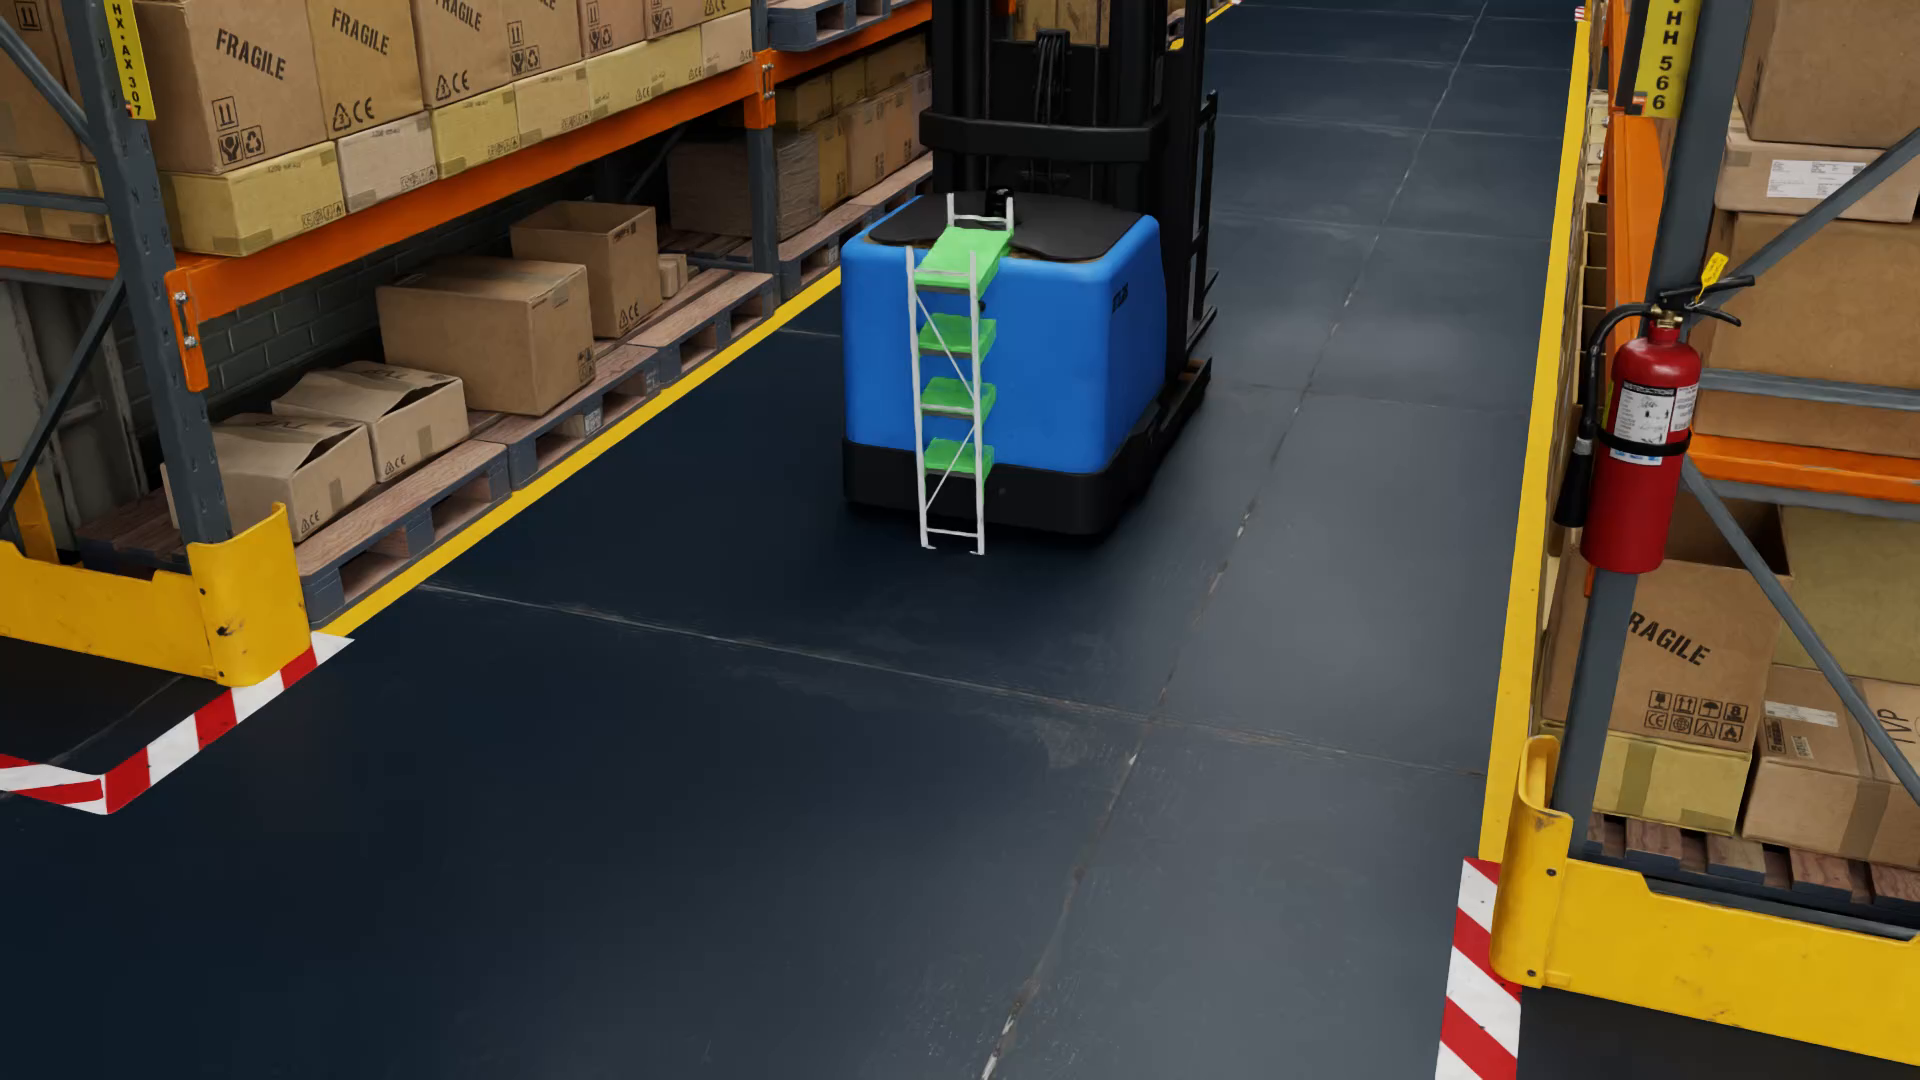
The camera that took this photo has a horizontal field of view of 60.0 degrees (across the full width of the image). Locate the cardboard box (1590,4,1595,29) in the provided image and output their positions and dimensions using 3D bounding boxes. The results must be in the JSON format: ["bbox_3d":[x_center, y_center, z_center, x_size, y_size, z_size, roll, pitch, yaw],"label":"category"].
[{"bbox_3d":[6.067,-4.784,15.269,0.500,0.311,0.500,9,27,17],"label":"cardboard box"}]

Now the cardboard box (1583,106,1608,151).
[{"bbox_3d":[3.946,-2.383,9.759,0.500,0.311,0.500,8,27,16],"label":"cardboard box"}]

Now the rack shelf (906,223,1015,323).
[{"bbox_3d":[0.009,-0.939,5.816,0.258,0.148,0.480,7,34,14],"label":"rack shelf"}]

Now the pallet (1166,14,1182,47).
[{"bbox_3d":[1.549,-4.975,16.284,1.003,0.211,1.213,9,27,17],"label":"pallet"}]

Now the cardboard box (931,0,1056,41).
[{"bbox_3d":[0.260,-3.790,12.621,0.750,0.750,0.750,8,27,17],"label":"cardboard box"}]

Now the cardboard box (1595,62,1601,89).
[{"bbox_3d":[4.654,-3.060,11.491,0.500,0.500,0.500,10,28,19],"label":"cardboard box"}]

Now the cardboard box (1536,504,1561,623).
[{"bbox_3d":[2.122,0.091,5.293,0.500,0.250,0.500,9,27,17],"label":"cardboard box"}]

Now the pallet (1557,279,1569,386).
[{"bbox_3d":[3.441,-0.978,8.028,1.003,0.211,1.213,9,27,17],"label":"pallet"}]

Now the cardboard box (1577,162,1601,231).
[{"bbox_3d":[3.433,-1.756,8.465,0.500,0.311,0.500,9,27,17],"label":"cardboard box"}]

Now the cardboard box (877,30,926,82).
[{"bbox_3d":[-0.548,-3.167,10.853,0.500,0.250,0.500,9,27,18],"label":"cardboard box"}]

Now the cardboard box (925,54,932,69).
[{"bbox_3d":[-0.299,-3.055,11.481,0.700,0.500,0.500,9,27,18],"label":"cardboard box"}]

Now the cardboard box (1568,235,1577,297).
[{"bbox_3d":[3.268,-1.296,8.159,0.500,0.250,0.500,8,27,17],"label":"cardboard box"}]

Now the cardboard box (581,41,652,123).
[{"bbox_3d":[-1.638,-1.932,6.948,0.500,0.250,0.500,9,27,17],"label":"cardboard box"}]

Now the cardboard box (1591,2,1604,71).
[{"bbox_3d":[5.504,-4.122,13.685,0.500,0.500,0.500,8,27,15],"label":"cardboard box"}]

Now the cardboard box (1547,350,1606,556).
[{"bbox_3d":[2.119,-0.247,5.130,0.500,0.500,0.500,9,27,17],"label":"cardboard box"}]

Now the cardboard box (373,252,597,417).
[{"bbox_3d":[-1.975,-0.871,6.970,0.700,0.500,0.500,7,27,14],"label":"cardboard box"}]

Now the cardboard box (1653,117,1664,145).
[{"bbox_3d":[3.091,-1.787,6.383,0.700,0.500,0.500,8,27,16],"label":"cardboard box"}]

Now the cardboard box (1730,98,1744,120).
[{"bbox_3d":[1.935,-0.910,3.829,0.380,0.149,0.250,9,27,19],"label":"cardboard box"}]

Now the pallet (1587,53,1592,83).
[{"bbox_3d":[6.125,-4.239,14.764,1.003,0.211,1.213,9,27,17],"label":"pallet"}]

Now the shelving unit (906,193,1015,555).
[{"bbox_3d":[0.022,-0.590,6.041,0.258,1.200,0.503,7,34,14],"label":"shelving unit"}]

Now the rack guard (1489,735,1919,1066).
[{"bbox_3d":[1.894,0.854,3.913,1.175,0.500,0.348,9,27,17],"label":"rack guard"}]

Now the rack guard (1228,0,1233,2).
[{"bbox_3d":[2.562,-6.458,19.014,1.175,0.500,0.348,9,27,17],"label":"rack guard"}]

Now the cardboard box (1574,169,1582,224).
[{"bbox_3d":[3.779,-1.926,9.460,0.500,0.250,0.500,8,27,16],"label":"cardboard box"}]

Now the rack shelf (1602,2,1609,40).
[{"bbox_3d":[5.230,-4.067,12.033,1.077,0.370,4.000,9,27,17],"label":"rack shelf"}]

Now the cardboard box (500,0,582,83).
[{"bbox_3d":[-1.816,-2.056,6.344,0.500,0.500,0.500,10,27,19],"label":"cardboard box"}]

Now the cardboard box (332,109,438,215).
[{"bbox_3d":[-2.150,-1.309,5.661,0.500,0.250,0.500,8,27,16],"label":"cardboard box"}]

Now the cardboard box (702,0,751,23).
[{"bbox_3d":[-1.305,-2.682,7.635,0.500,0.500,0.500,9,27,17],"label":"cardboard box"}]

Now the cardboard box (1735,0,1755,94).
[{"bbox_3d":[2.257,-1.339,3.969,0.700,0.500,0.500,8,27,16],"label":"cardboard box"}]

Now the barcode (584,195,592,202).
[{"bbox_3d":[-1.846,-1.672,8.257,0.001,0.075,0.075,9,27,17],"label":"barcode"}]

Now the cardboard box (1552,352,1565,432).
[{"bbox_3d":[2.622,-0.525,6.565,0.500,0.250,0.500,9,27,17],"label":"cardboard box"}]

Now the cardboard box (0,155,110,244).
[{"bbox_3d":[-2.798,-1.160,5.352,0.500,0.250,0.500,9,27,18],"label":"cardboard box"}]

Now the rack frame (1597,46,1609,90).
[{"bbox_3d":[4.564,-3.569,10.178,1.000,3.000,0.127,9,27,17],"label":"rack frame"}]

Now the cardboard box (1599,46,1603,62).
[{"bbox_3d":[4.669,-3.421,11.377,0.500,0.250,0.500,10,28,19],"label":"cardboard box"}]

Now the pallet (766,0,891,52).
[{"bbox_3d":[-1.048,-2.848,8.911,1.003,0.211,1.213,9,27,17],"label":"pallet"}]

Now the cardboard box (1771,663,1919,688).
[{"bbox_3d":[2.453,0.373,4.710,0.500,0.250,0.500,9,27,17],"label":"cardboard box"}]

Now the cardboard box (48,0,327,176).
[{"bbox_3d":[-2.328,-1.429,5.049,0.500,0.500,0.500,9,27,18],"label":"cardboard box"}]

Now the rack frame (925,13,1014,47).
[{"bbox_3d":[-0.109,-4.285,11.659,1.000,3.000,0.127,9,27,17],"label":"rack frame"}]

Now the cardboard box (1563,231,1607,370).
[{"bbox_3d":[2.624,-0.862,6.401,0.500,0.500,0.500,9,27,17],"label":"cardboard box"}]

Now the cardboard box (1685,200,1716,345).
[{"bbox_3d":[2.240,-0.733,4.206,0.700,0.500,0.500,9,27,19],"label":"cardboard box"}]

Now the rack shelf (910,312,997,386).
[{"bbox_3d":[0.017,-0.738,5.946,0.258,0.148,0.480,7,34,14],"label":"rack shelf"}]

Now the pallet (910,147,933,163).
[{"bbox_3d":[-0.370,-2.709,11.604,1.003,0.211,1.213,9,27,17],"label":"pallet"}]

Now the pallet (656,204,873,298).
[{"bbox_3d":[-1.182,-1.707,9.533,1.003,0.211,1.213,9,27,17],"label":"pallet"}]

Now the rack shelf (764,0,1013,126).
[{"bbox_3d":[-0.774,-3.140,10.118,1.077,0.370,4.000,9,27,17],"label":"rack shelf"}]

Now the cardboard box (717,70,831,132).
[{"bbox_3d":[-1.067,-2.538,9.554,0.500,0.250,0.500,8,27,16],"label":"cardboard box"}]

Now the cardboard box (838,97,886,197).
[{"bbox_3d":[-0.878,-2.443,10.217,0.700,0.500,0.500,9,27,18],"label":"cardboard box"}]

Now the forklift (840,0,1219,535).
[{"bbox_3d":[0.517,-1.958,6.930,1.130,2.935,3.031,9,27,17],"label":"forklift"}]
